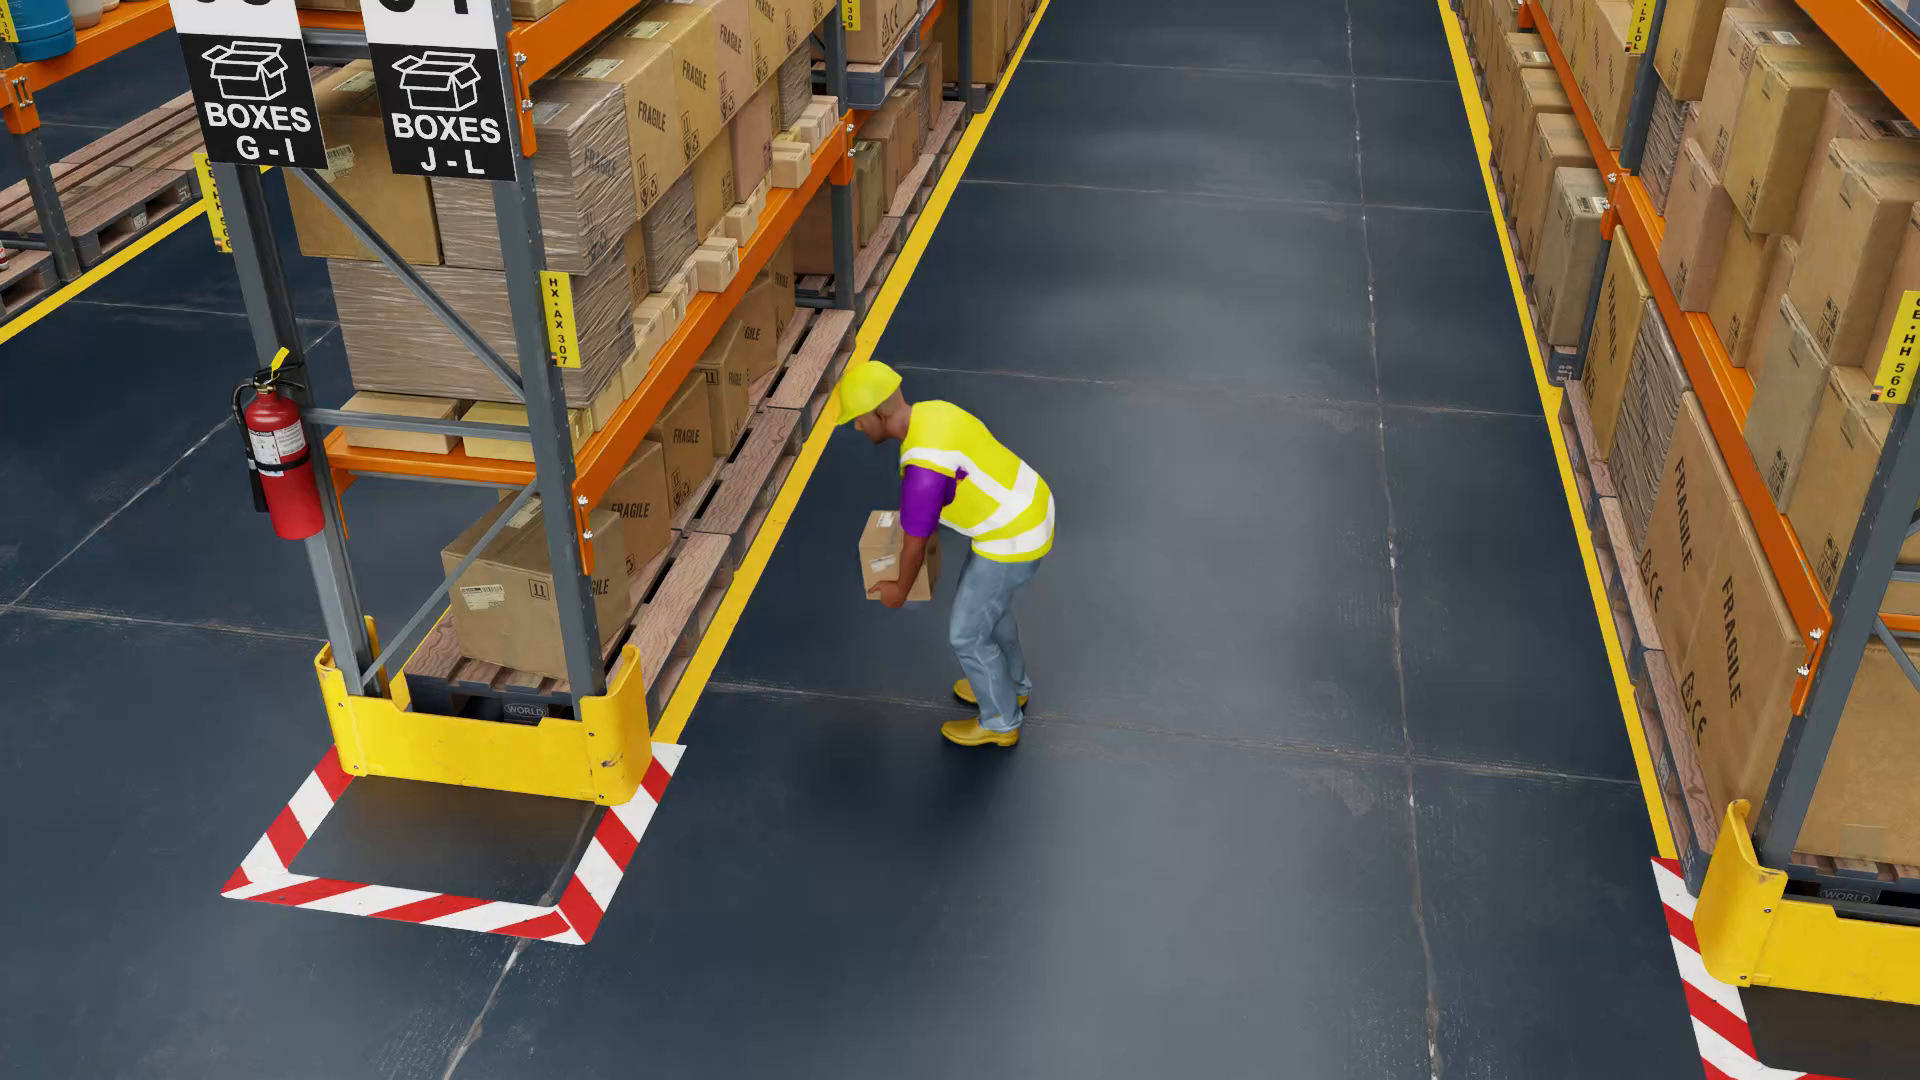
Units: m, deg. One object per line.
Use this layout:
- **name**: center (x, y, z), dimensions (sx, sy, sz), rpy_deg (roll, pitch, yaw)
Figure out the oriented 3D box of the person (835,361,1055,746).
- **person**: center (-0.049, 0.048, 6.246), dimensions (0.802, 1.542, 0.488), rpy_deg (4, 32, 7)
